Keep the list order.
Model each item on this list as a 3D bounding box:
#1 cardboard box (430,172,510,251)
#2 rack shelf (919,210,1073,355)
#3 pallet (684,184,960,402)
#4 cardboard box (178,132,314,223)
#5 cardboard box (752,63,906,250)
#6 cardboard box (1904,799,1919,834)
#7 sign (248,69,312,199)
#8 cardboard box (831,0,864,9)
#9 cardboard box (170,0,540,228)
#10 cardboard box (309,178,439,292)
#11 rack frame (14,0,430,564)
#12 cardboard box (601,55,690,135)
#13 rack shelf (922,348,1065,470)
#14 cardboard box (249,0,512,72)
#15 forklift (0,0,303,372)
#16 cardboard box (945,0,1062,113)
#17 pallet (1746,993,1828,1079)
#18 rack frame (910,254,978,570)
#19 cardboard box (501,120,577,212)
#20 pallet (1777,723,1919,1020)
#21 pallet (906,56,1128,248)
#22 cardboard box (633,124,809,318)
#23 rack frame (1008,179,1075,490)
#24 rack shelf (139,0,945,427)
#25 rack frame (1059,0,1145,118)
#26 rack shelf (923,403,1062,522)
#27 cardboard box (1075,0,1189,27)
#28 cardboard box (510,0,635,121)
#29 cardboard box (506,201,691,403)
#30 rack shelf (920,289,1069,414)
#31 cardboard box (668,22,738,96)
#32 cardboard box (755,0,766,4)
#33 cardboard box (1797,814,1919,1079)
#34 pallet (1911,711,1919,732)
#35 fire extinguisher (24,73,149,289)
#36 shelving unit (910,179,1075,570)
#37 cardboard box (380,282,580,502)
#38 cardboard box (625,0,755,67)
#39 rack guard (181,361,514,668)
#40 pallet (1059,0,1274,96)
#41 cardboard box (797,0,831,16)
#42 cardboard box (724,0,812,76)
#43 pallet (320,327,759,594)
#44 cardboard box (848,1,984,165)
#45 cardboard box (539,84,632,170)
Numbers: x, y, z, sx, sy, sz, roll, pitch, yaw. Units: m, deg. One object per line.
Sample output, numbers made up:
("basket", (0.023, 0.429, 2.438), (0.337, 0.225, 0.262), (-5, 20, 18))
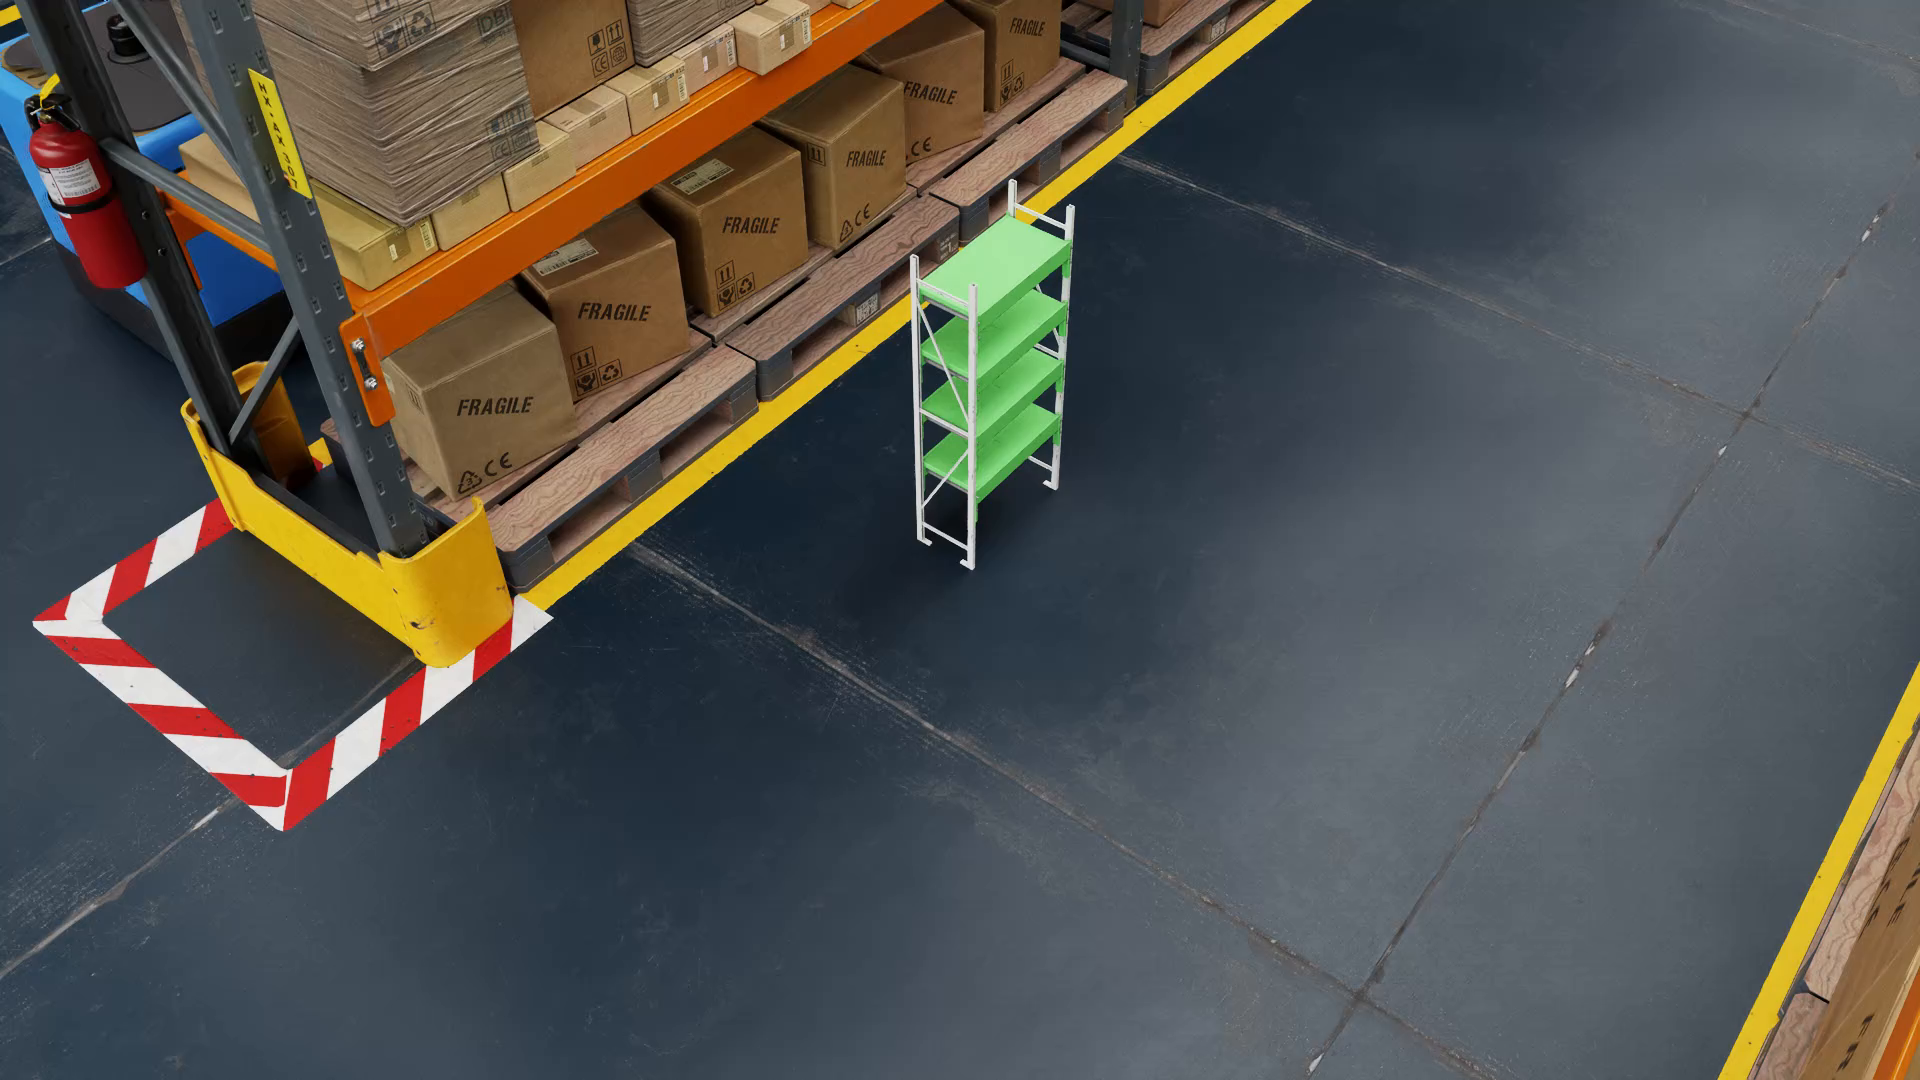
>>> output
("cardboard box", (-1.538, -1.023, 4.826), (0.380, 0.149, 0.250), (29, 53, 25))
("rack shelf", (0.101, -0.797, 5.106), (0.258, 0.148, 0.480), (29, 53, 25))
("pallet", (-0.752, -1.142, 6.695), (1.003, 0.211, 1.213), (29, 53, 25))
("cardboard box", (-2.058, -1.085, 4.886), (0.380, 0.149, 0.250), (29, 53, 25))
("cardboard box", (-0.561, -1.555, 6.600), (0.500, 0.500, 0.500), (25, 51, 22))
("cardboard box", (3.252, 0.480, 4.396), (0.875, 0.875, 0.875), (30, 53, 25))
("sign", (-1.640, -0.977, 4.010), (0.100, 0.325, 0.005), (29, 53, 25))
("cardboard box", (-0.451, -2.015, 5.774), (0.380, 0.149, 0.250), (29, 53, 25))
("cardboard box", (-1.711, -1.357, 4.697), (0.875, 0.500, 0.500), (29, 53, 25))
("cardboard box", (-1.706, -0.888, 4.698), (0.380, 0.149, 0.250), (29, 53, 25))
("rack frame", (-2.069, -0.917, 4.552), (1.000, 3.000, 0.127), (29, 53, 25))
("cardboard box", (-1.079, -1.451, 5.236), (0.380, 0.149, 0.250), (29, 53, 25))
("rack shelf", (0.101, -0.465, 5.453), (0.258, 0.148, 0.480), (29, 53, 25))
("cardboard box", (-1.517, -1.594, 4.232), (0.500, 0.500, 0.500), (29, 53, 25))
("forklift", (-2.202, -2.591, 6.198), (1.130, 2.935, 3.031), (31, 54, 26))
("cardboard box", (0.100, -2.277, 7.289), (0.500, 0.500, 0.500), (28, 52, 24))
("pallet", (2.221, 1.804, 3.880), (1.003, 0.211, 1.213), (29, 53, 25))
("rack frame", (-0.048, -0.370, 5.273), (0.240, 1.200, 0.015), (29, 53, 25))
("cardboard box", (-1.373, -1.159, 4.957), (0.380, 0.149, 0.250), (29, 53, 25))
("pallet", (2.967, 1.109, 4.544), (1.003, 0.211, 1.213), (29, 53, 25))
("pallet", (-0.006, -1.843, 7.365), (1.003, 0.211, 1.213), (29, 53, 25))
("cardboard box", (-0.938, -1.256, 6.314), (0.500, 0.500, 0.500), (34, 55, 28))
("rack frame", (0.250, -0.649, 5.540), (0.240, 1.200, 0.015), (29, 53, 25))
("rack shelf", (-0.846, -1.813, 5.905), (1.077, 0.370, 4.000), (29, 53, 25))
("rack frame", (0.377, -3.206, 6.738), (1.000, 3.000, 0.127), (29, 53, 25))
("rack shelf", (0.101, -0.299, 5.626), (0.258, 0.148, 0.480), (29, 53, 25))
("cardboard box", (0.769, -2.836, 7.810), (0.700, 0.500, 0.500), (25, 51, 22))
("cardboard box", (-1.500, -1.696, 5.021), (0.875, 0.500, 0.500), (29, 53, 25))
("cardboard box", (-1.336, -0.906, 5.979), (0.500, 0.500, 0.500), (-29, 53, -25))
("rack shelf", (0.101, -0.631, 5.279), (0.258, 0.148, 0.480), (29, 53, 25))
("cardboard box", (-0.947, -1.606, 5.384), (0.380, 0.149, 0.250), (29, 53, 25))
("cardboard box", (-0.845, -2.244, 5.545), (0.875, 0.500, 0.500), (29, 53, 25))
("cardboard box", (2.693, 1.001, 3.899), (0.875, 0.875, 0.875), (28, 53, 24))
("pallet", (3.713, 0.408, 5.214), (1.003, 0.211, 1.213), (29, 53, 25))
("fire extinguisher", (-2.504, -1.029, 4.712), (0.296, 0.674, 0.183), (29, 53, 25))
("shelving unit", (0.101, -0.509, 5.407), (0.258, 1.200, 0.503), (29, 53, 25))
("cardboard box", (-1.674, -0.549, 5.638), (0.500, 0.500, 0.500), (-33, 54, -27))
("cardboard box", (-1.160, -1.963, 5.276), (0.875, 0.500, 0.500), (29, 53, 25))
("rack guard", (-2.023, -0.097, 5.497), (1.175, 0.500, 0.348), (29, 53, 25))
("pallet", (0.851, -2.689, 8.173), (1.003, 0.211, 1.213), (29, 53, 25))
("cardboard box", (-0.664, -1.905, 5.669), (0.380, 0.149, 0.250), (29, 53, 25))
("cardboard box", (-0.712, -1.704, 5.477), (0.380, 0.149, 0.250), (29, 53, 25))
("pallet", (-1.498, -0.447, 6.031), (1.003, 0.211, 1.213), (29, 53, 25))
("cardboard box", (-0.244, -1.945, 6.972), (0.500, 0.500, 0.500), (-26, 52, -23))
("cardboard box", (-1.237, -1.311, 5.102), (0.380, 0.149, 0.250), (29, 53, 25))
